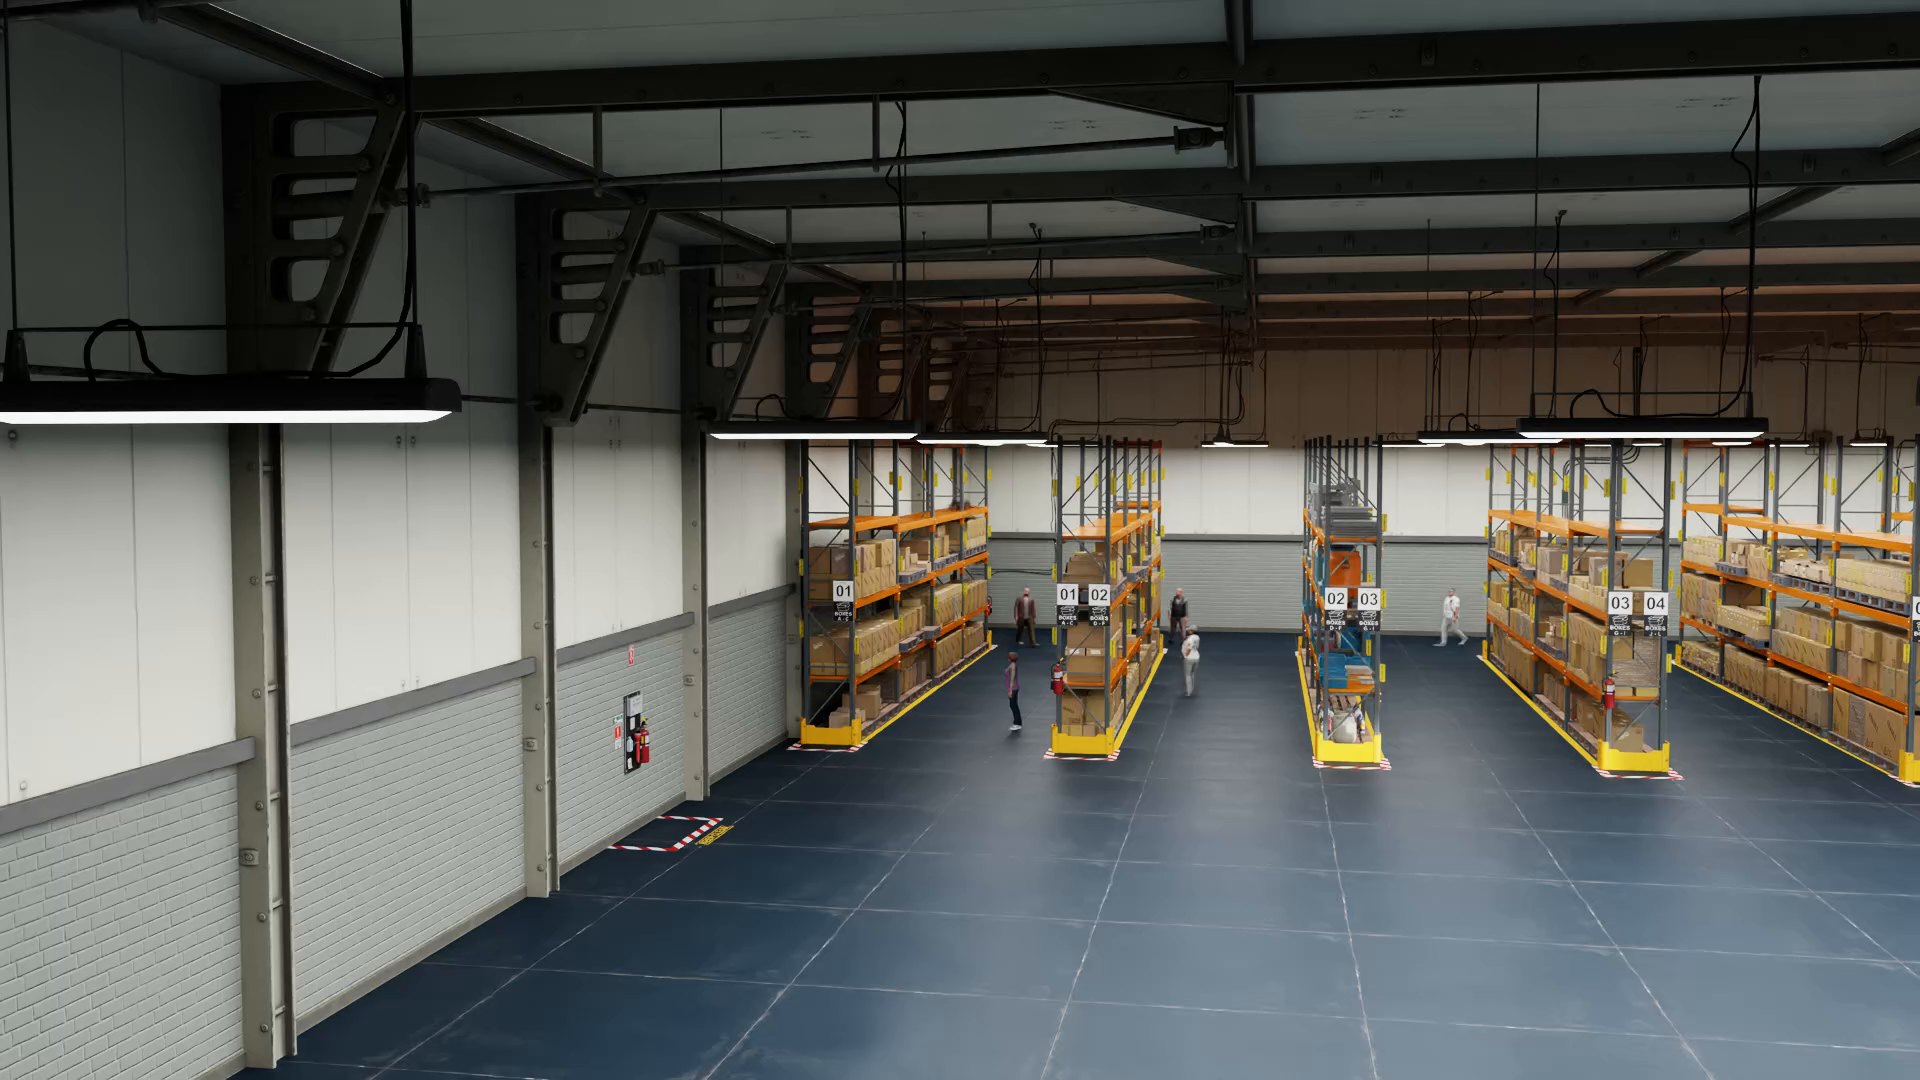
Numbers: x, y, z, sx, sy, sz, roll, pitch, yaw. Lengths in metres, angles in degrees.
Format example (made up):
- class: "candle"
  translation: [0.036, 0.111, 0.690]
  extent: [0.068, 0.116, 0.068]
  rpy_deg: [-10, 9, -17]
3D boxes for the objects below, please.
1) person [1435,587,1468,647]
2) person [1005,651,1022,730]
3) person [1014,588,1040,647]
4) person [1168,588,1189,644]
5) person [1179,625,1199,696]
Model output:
- class: "person"
  translation: [14.294, 2.228, 48.358]
  extent: [0.933, 1.744, 0.545]
  rpy_deg: [-1, 3, -24]
- class: "person"
  translation: [1.093, 3.093, 34.000]
  extent: [0.358, 1.631, 0.513]
  rpy_deg: [0, 3, 4]
- class: "person"
  translation: [1.907, 2.243, 48.182]
  extent: [0.701, 1.697, 1.148]
  rpy_deg: [-1, 3, -19]
- class: "person"
  translation: [6.383, 2.262, 48.607]
  extent: [0.643, 1.683, 0.983]
  rpy_deg: [-1, 3, -15]
- class: "person"
  translation: [5.320, 2.804, 38.915]
  extent: [0.507, 1.662, 0.584]
  rpy_deg: [-3, 4, -42]
